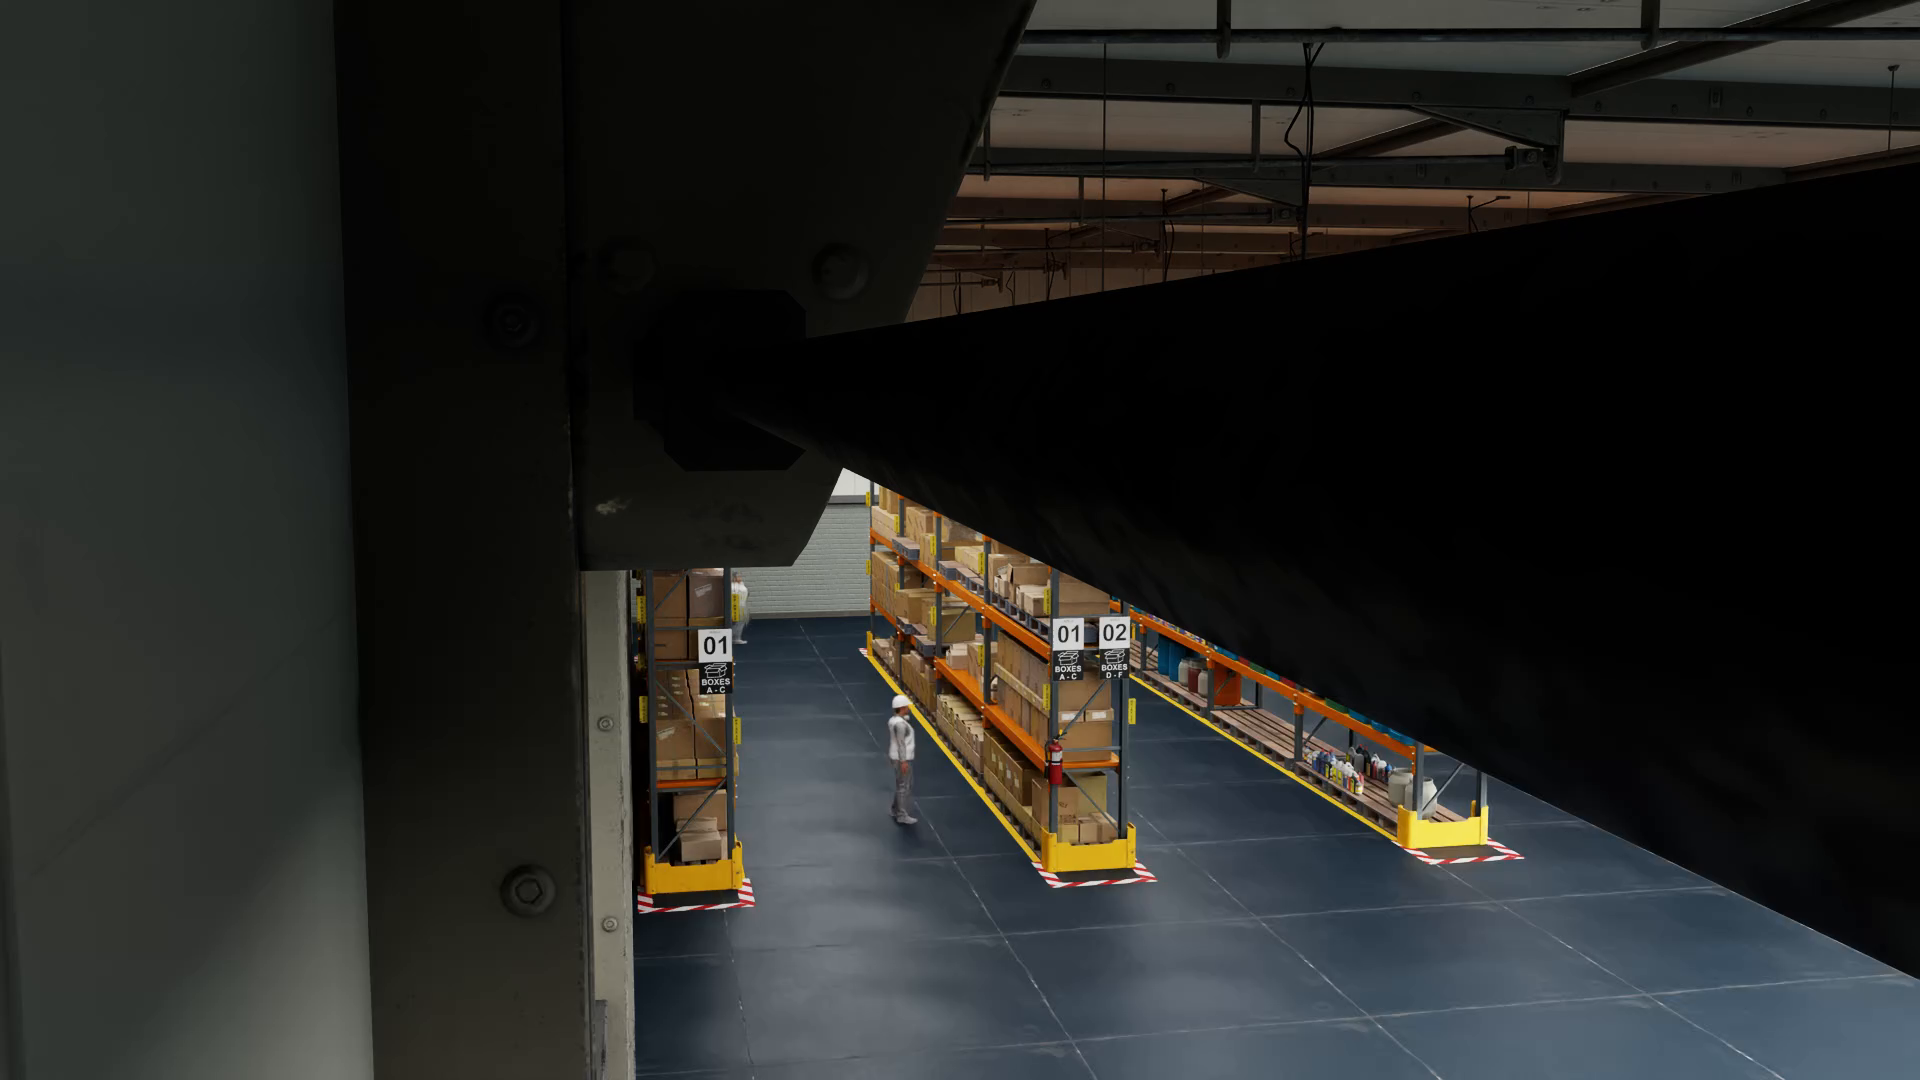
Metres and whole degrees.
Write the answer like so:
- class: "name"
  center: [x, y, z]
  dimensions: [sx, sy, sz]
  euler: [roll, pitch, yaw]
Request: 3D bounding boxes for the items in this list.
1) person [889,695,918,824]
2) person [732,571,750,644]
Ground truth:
- class: "person"
  center: [-0.792, 3.059, 23.125]
  dimensions: [0.378, 1.816, 0.590]
  euler: [-1, 6, -9]
- class: "person"
  center: [-5.006, 1.528, 37.857]
  dimensions: [0.439, 1.679, 0.546]
  euler: [-1, 6, -10]
